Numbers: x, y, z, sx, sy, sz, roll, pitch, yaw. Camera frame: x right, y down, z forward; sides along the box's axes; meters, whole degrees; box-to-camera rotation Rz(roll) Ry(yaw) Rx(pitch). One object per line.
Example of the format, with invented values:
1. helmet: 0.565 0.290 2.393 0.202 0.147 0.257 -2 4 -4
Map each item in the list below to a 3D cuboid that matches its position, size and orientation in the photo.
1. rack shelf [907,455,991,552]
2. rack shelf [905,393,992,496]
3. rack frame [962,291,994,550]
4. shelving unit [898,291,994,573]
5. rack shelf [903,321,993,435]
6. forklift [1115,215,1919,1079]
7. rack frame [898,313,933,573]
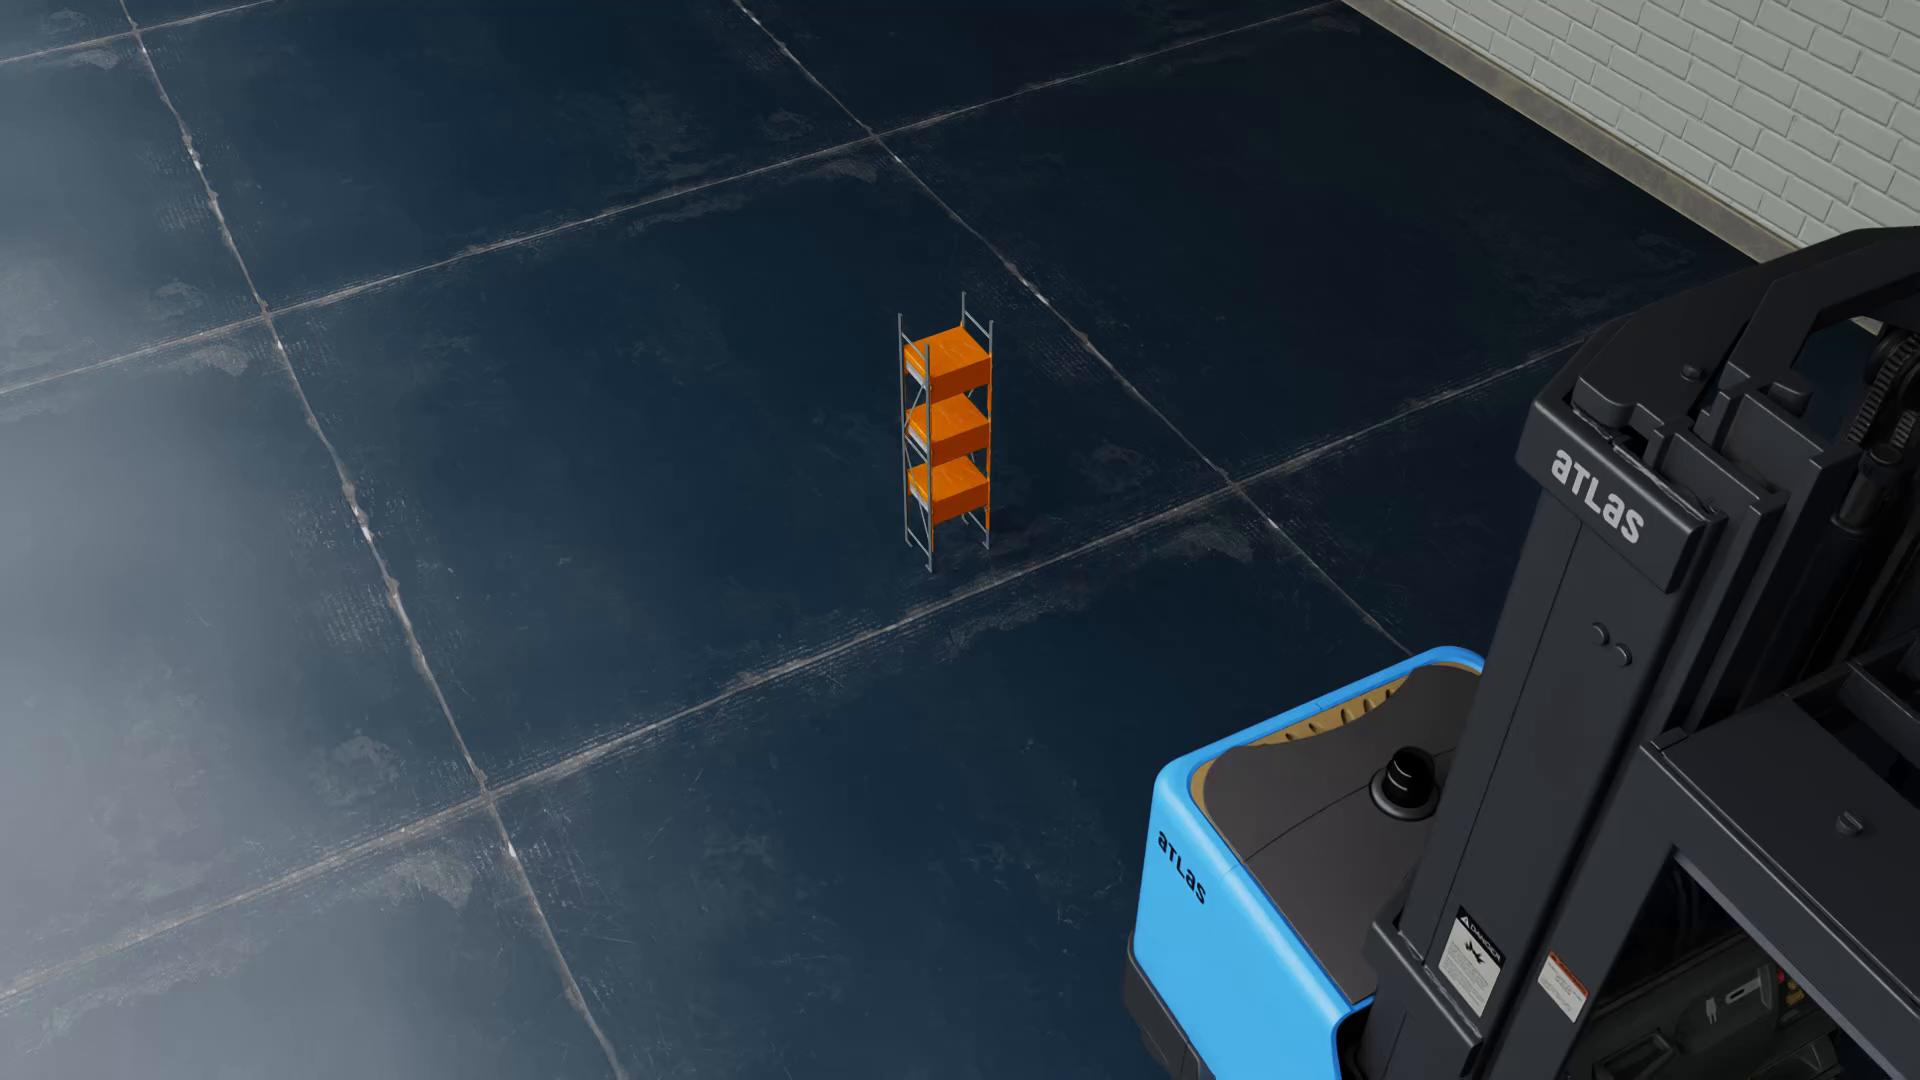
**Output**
1. rack shelf: -0.046 -0.151 6.066 0.240 0.259 0.215 -22 48 -21
2. rack shelf: -0.046 -0.351 5.873 0.240 0.259 0.215 -22 48 -21
3. rack frame: 0.059 -0.401 5.909 0.008 1.050 0.200 -22 48 -21
4. shelving unit: -0.046 -0.358 5.865 0.252 1.050 0.215 -22 48 -21
5. rack shelf: -0.046 -0.554 5.675 0.240 0.259 0.215 -22 48 -21
6. forklift: 1.576 1.024 3.090 1.130 2.935 3.031 -20 48 -19
7. rack frame: -0.152 -0.316 5.822 0.008 1.050 0.200 -22 48 -21
